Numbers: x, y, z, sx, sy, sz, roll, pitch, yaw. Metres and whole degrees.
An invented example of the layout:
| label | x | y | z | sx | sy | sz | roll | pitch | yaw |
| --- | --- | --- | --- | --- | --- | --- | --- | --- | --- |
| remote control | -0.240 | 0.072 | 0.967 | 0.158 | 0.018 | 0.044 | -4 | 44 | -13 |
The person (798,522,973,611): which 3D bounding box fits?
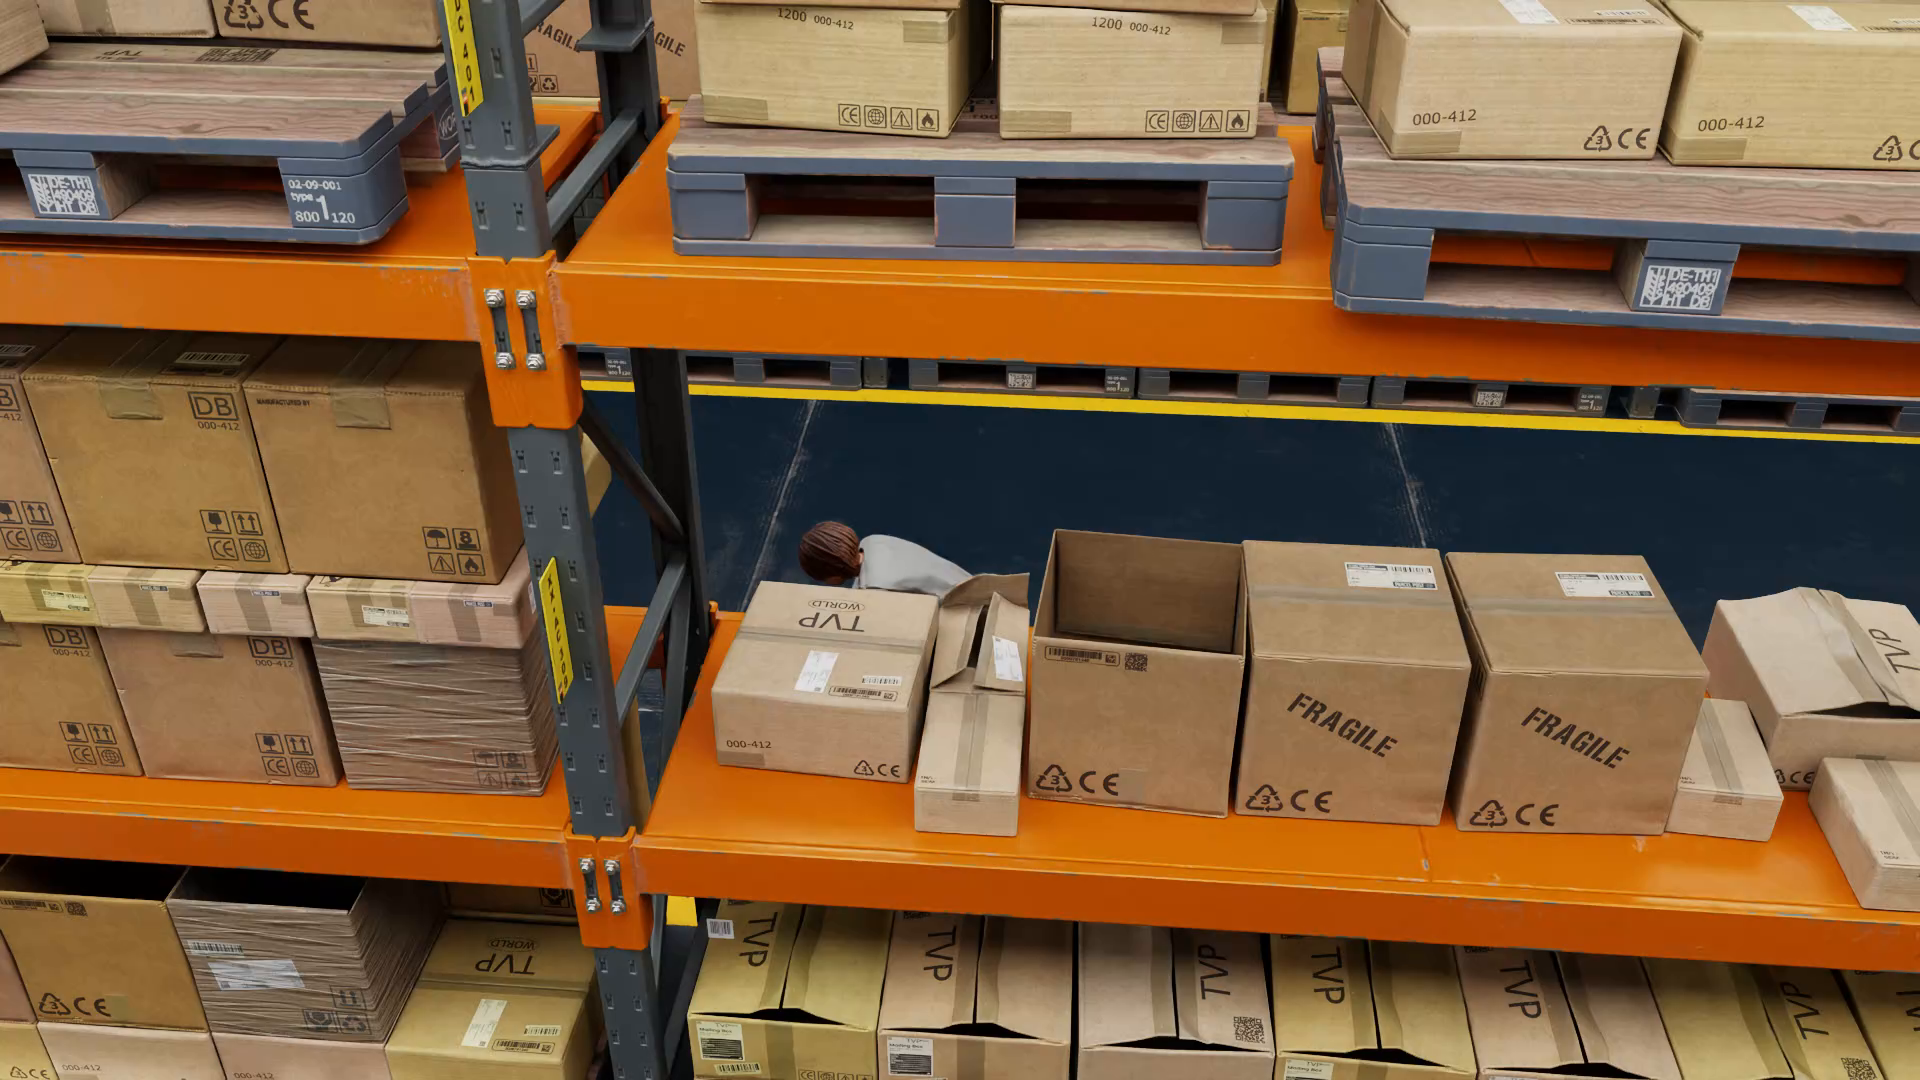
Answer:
| label | x | y | z | sx | sy | sz | roll | pitch | yaw |
| --- | --- | --- | --- | --- | --- | --- | --- | --- | --- |
| person | -0.192 | 0.369 | 6.128 | 0.765 | 0.997 | 0.453 | 2 | 32 | 3 |
